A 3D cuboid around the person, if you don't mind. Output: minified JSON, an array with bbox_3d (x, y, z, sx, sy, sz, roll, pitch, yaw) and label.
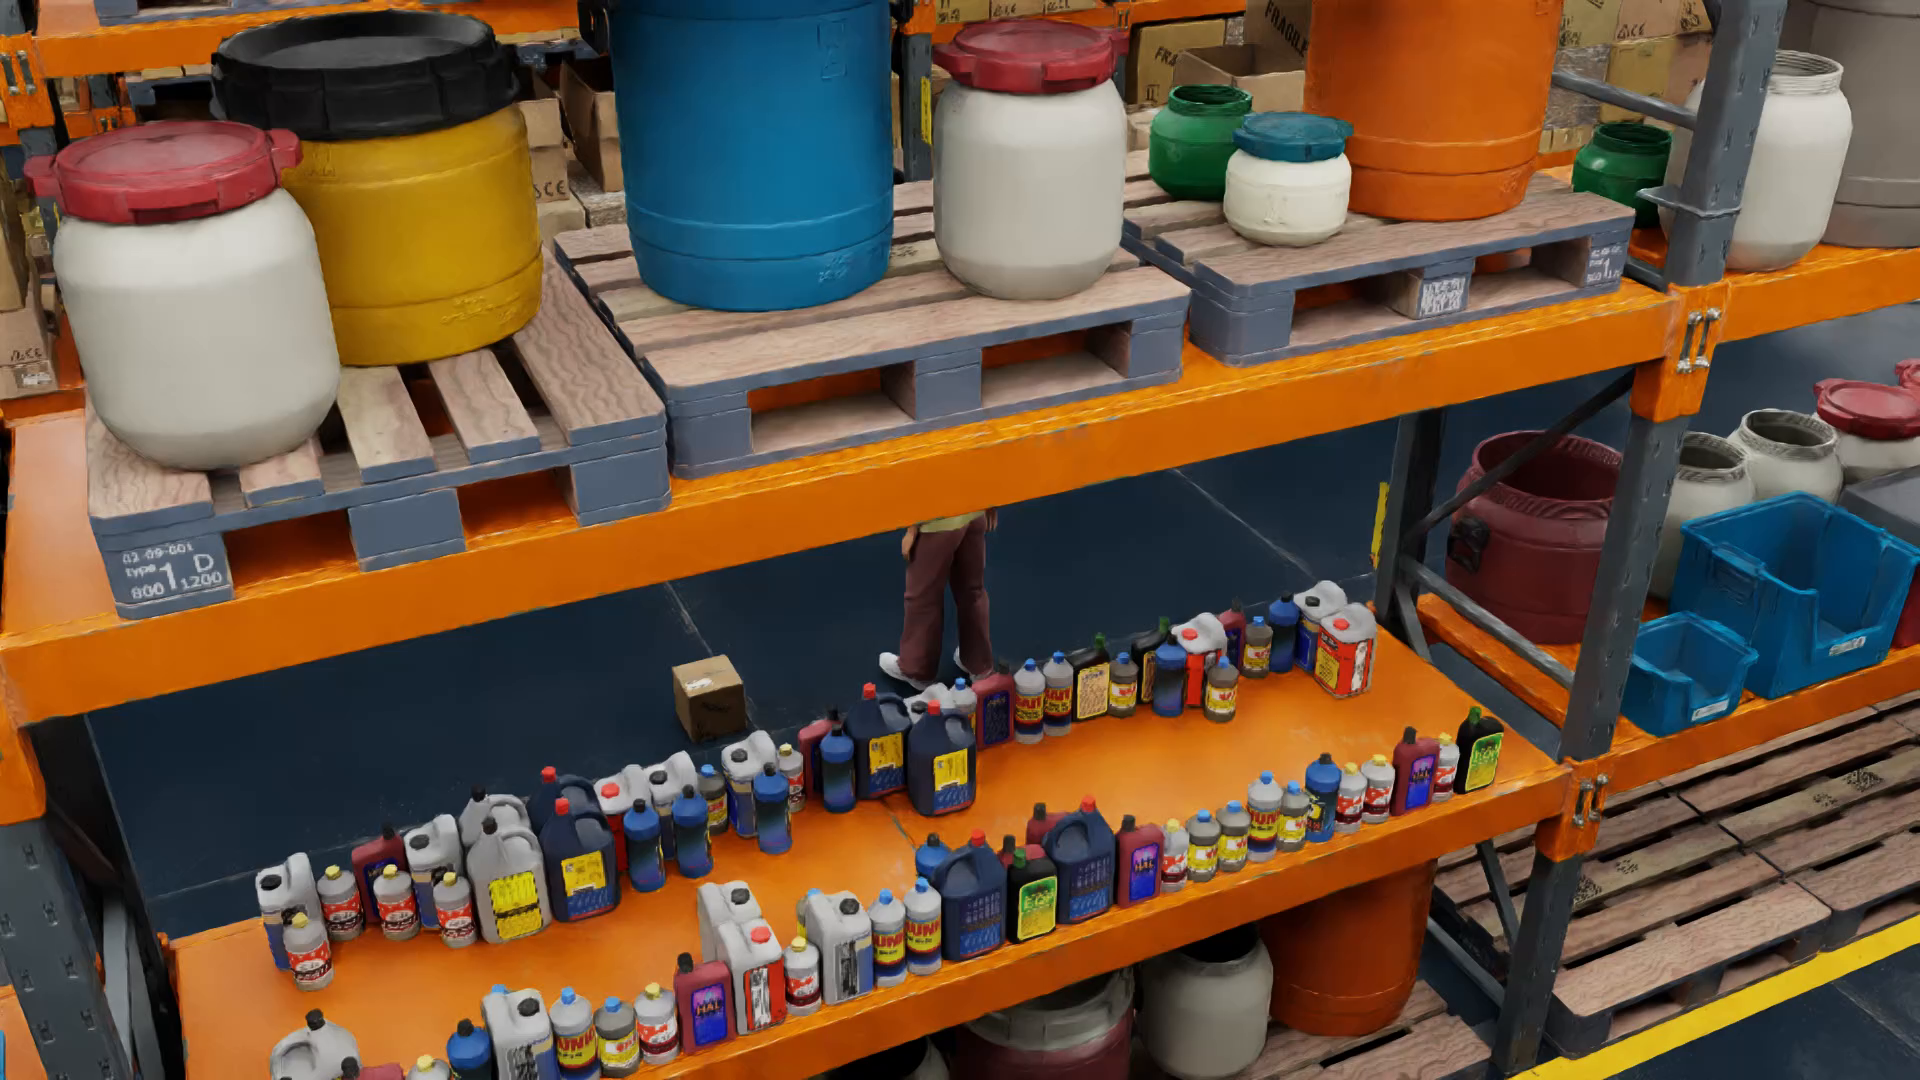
[{"bbox_3d":[-0.100,-0.100,7.267,0.491,1.672,0.520,20,35,31],"label":"person"}]
